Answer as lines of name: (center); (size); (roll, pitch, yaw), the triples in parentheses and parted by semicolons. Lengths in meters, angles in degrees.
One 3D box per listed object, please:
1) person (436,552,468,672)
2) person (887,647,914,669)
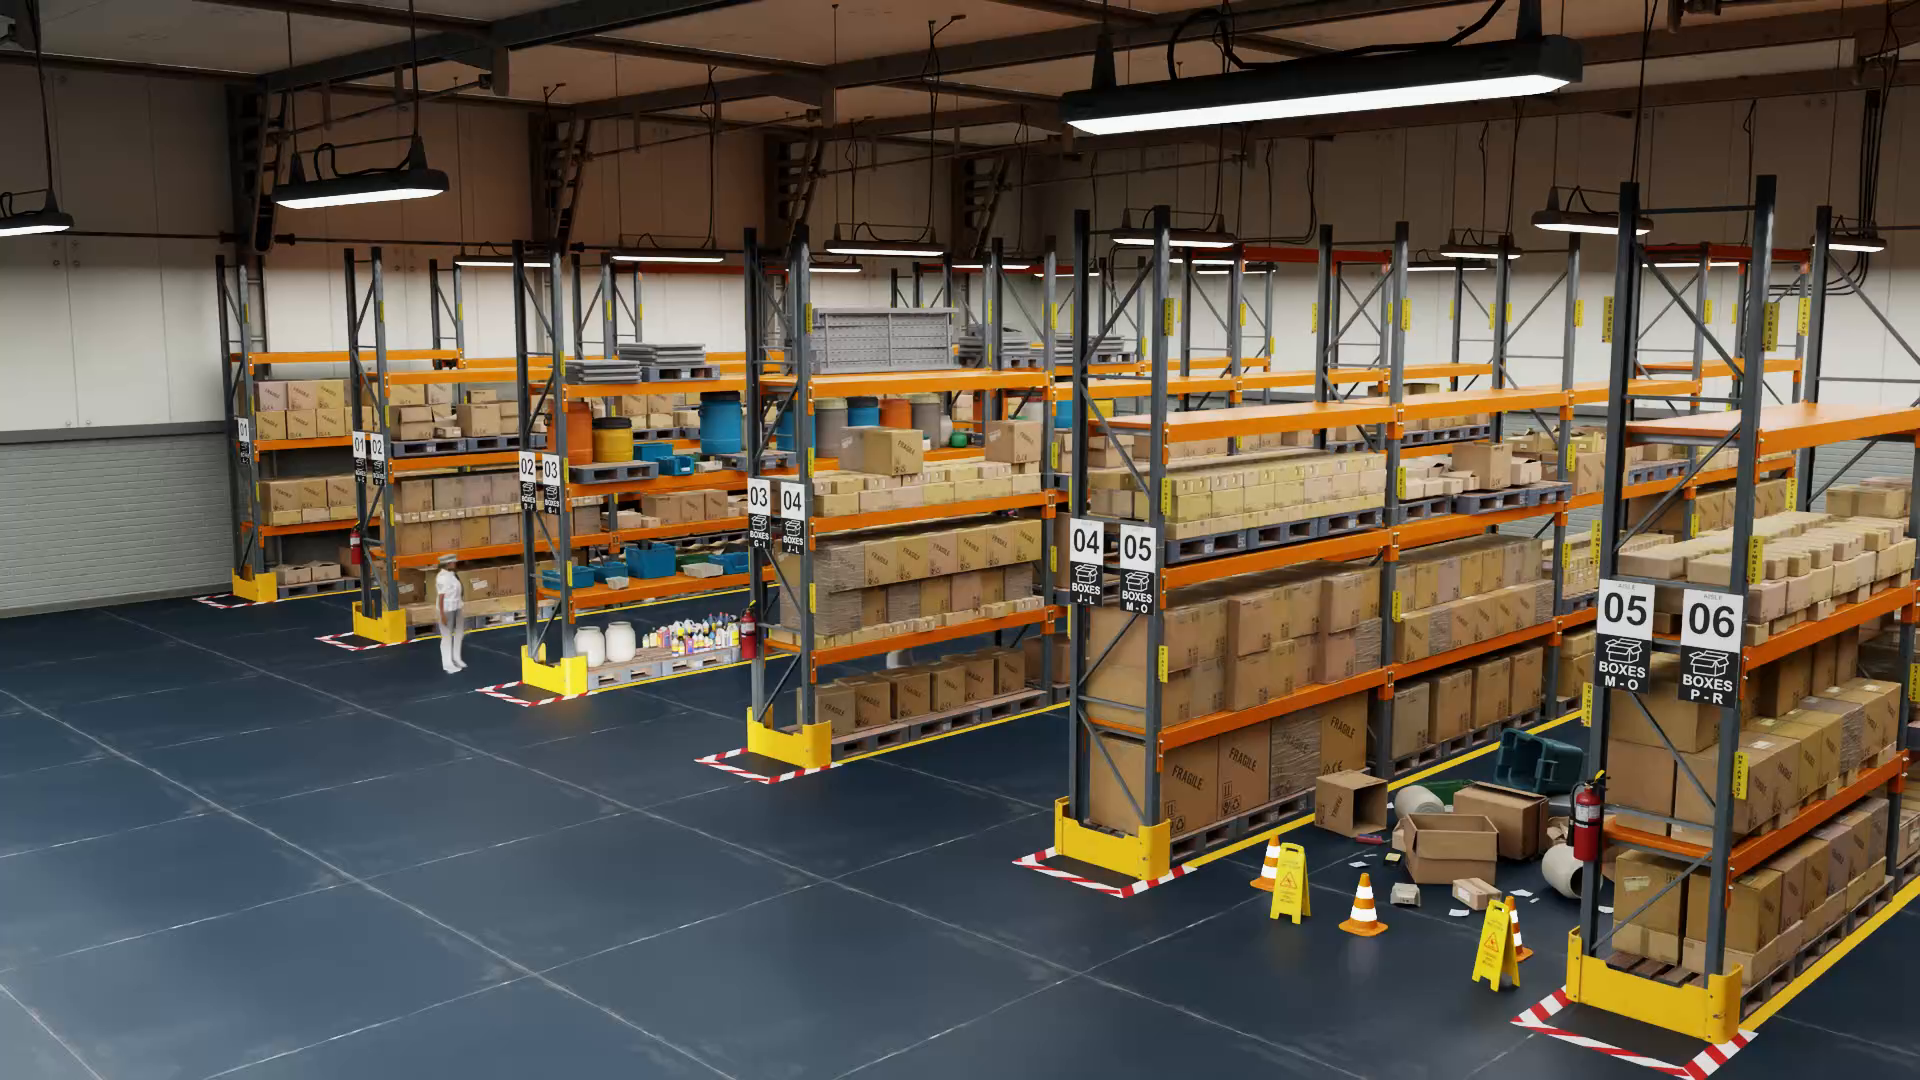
person: (-7.211, 1.025, 23.565); (0.378, 1.715, 0.551); (3, 8, 17)
person: (-0.835, 1.135, 22.269); (0.411, 1.778, 0.643); (5, 9, 29)
